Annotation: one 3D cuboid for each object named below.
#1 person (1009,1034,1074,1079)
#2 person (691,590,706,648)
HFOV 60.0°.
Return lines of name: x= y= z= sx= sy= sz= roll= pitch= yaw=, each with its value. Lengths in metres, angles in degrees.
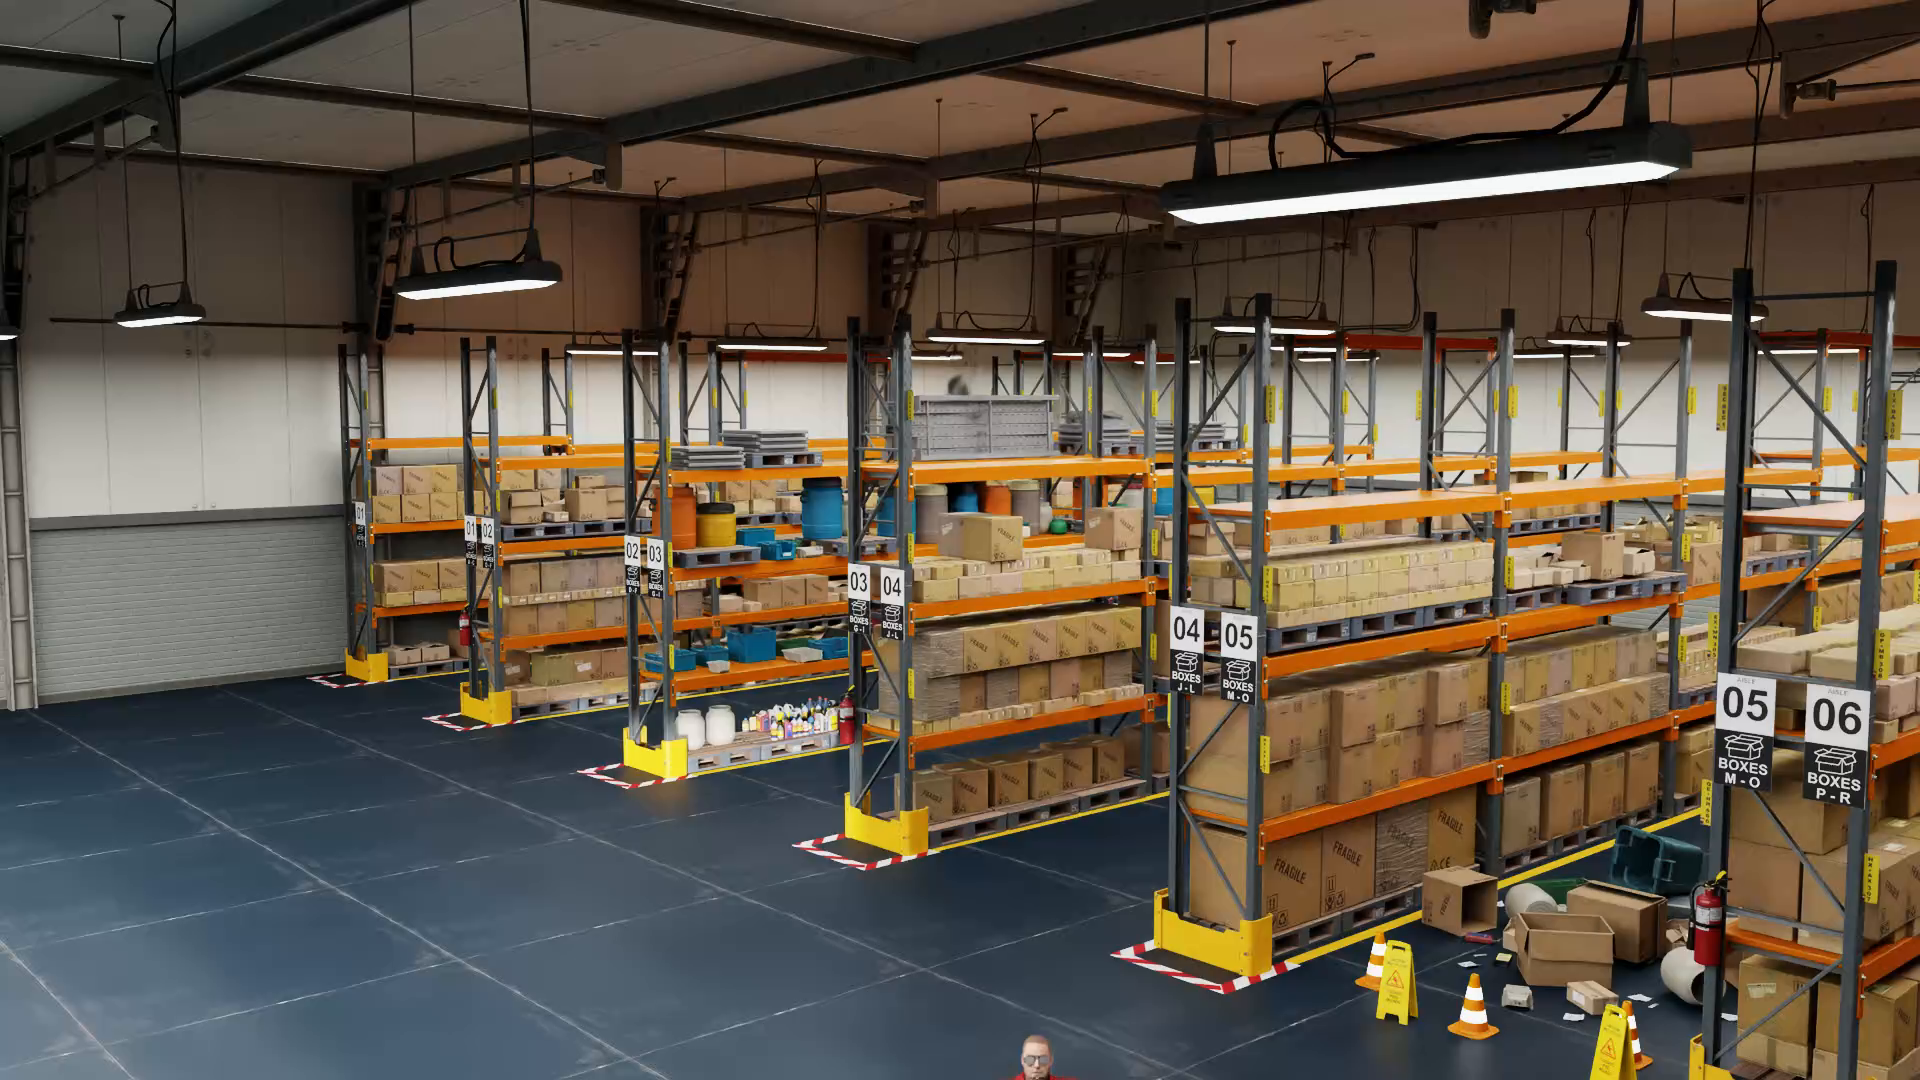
person: x=0.424 y=3.525 z=8.904 sx=0.648 sy=1.708 sz=0.621 roll=0 pitch=5 yaw=4
person: x=-4.832 y=1.645 z=30.711 sx=0.541 sy=1.540 sz=0.666 roll=5 pitch=7 yaw=44
